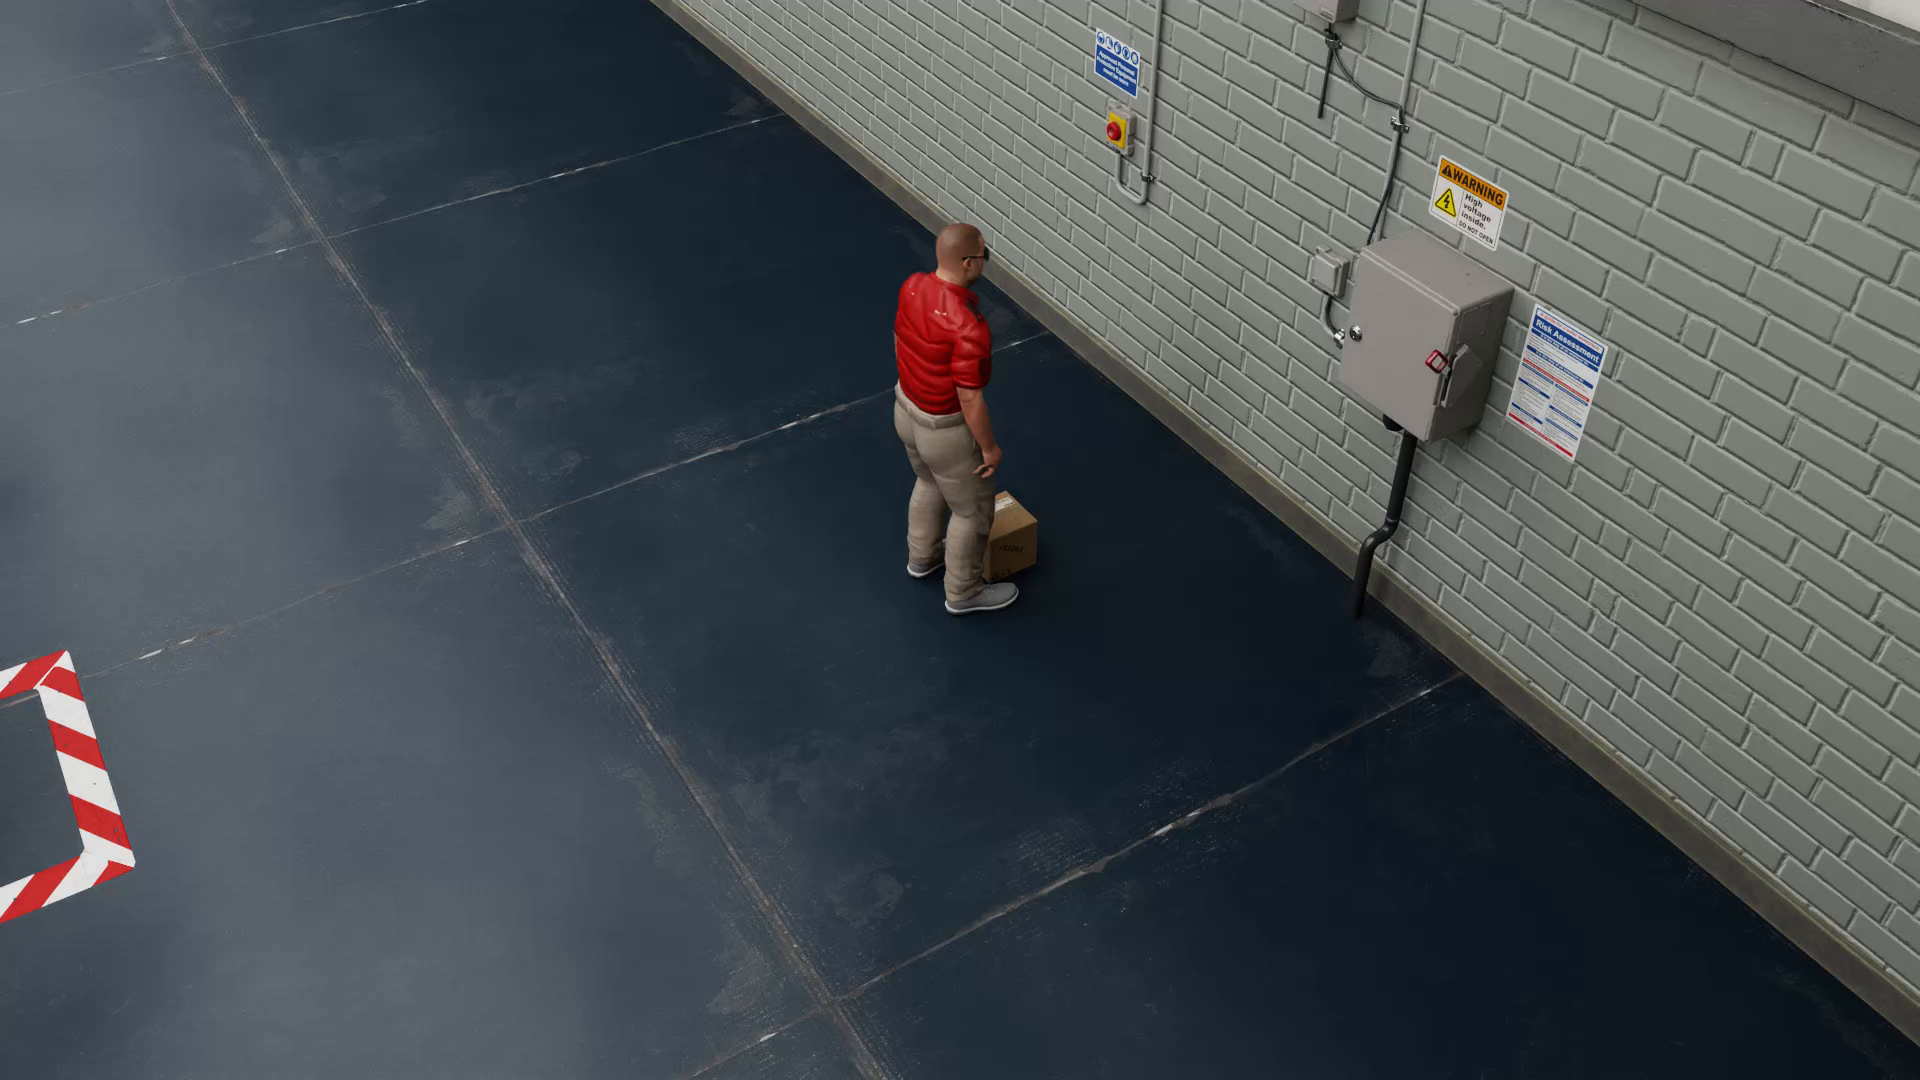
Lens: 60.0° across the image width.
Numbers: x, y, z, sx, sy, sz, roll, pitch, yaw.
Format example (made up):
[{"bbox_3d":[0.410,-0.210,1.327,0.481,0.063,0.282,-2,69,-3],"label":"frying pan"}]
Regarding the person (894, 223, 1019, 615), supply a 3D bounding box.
[{"bbox_3d":[-0.043,-0.484,6.734,0.389,1.726,0.587,-23,46,-24],"label":"person"}]
